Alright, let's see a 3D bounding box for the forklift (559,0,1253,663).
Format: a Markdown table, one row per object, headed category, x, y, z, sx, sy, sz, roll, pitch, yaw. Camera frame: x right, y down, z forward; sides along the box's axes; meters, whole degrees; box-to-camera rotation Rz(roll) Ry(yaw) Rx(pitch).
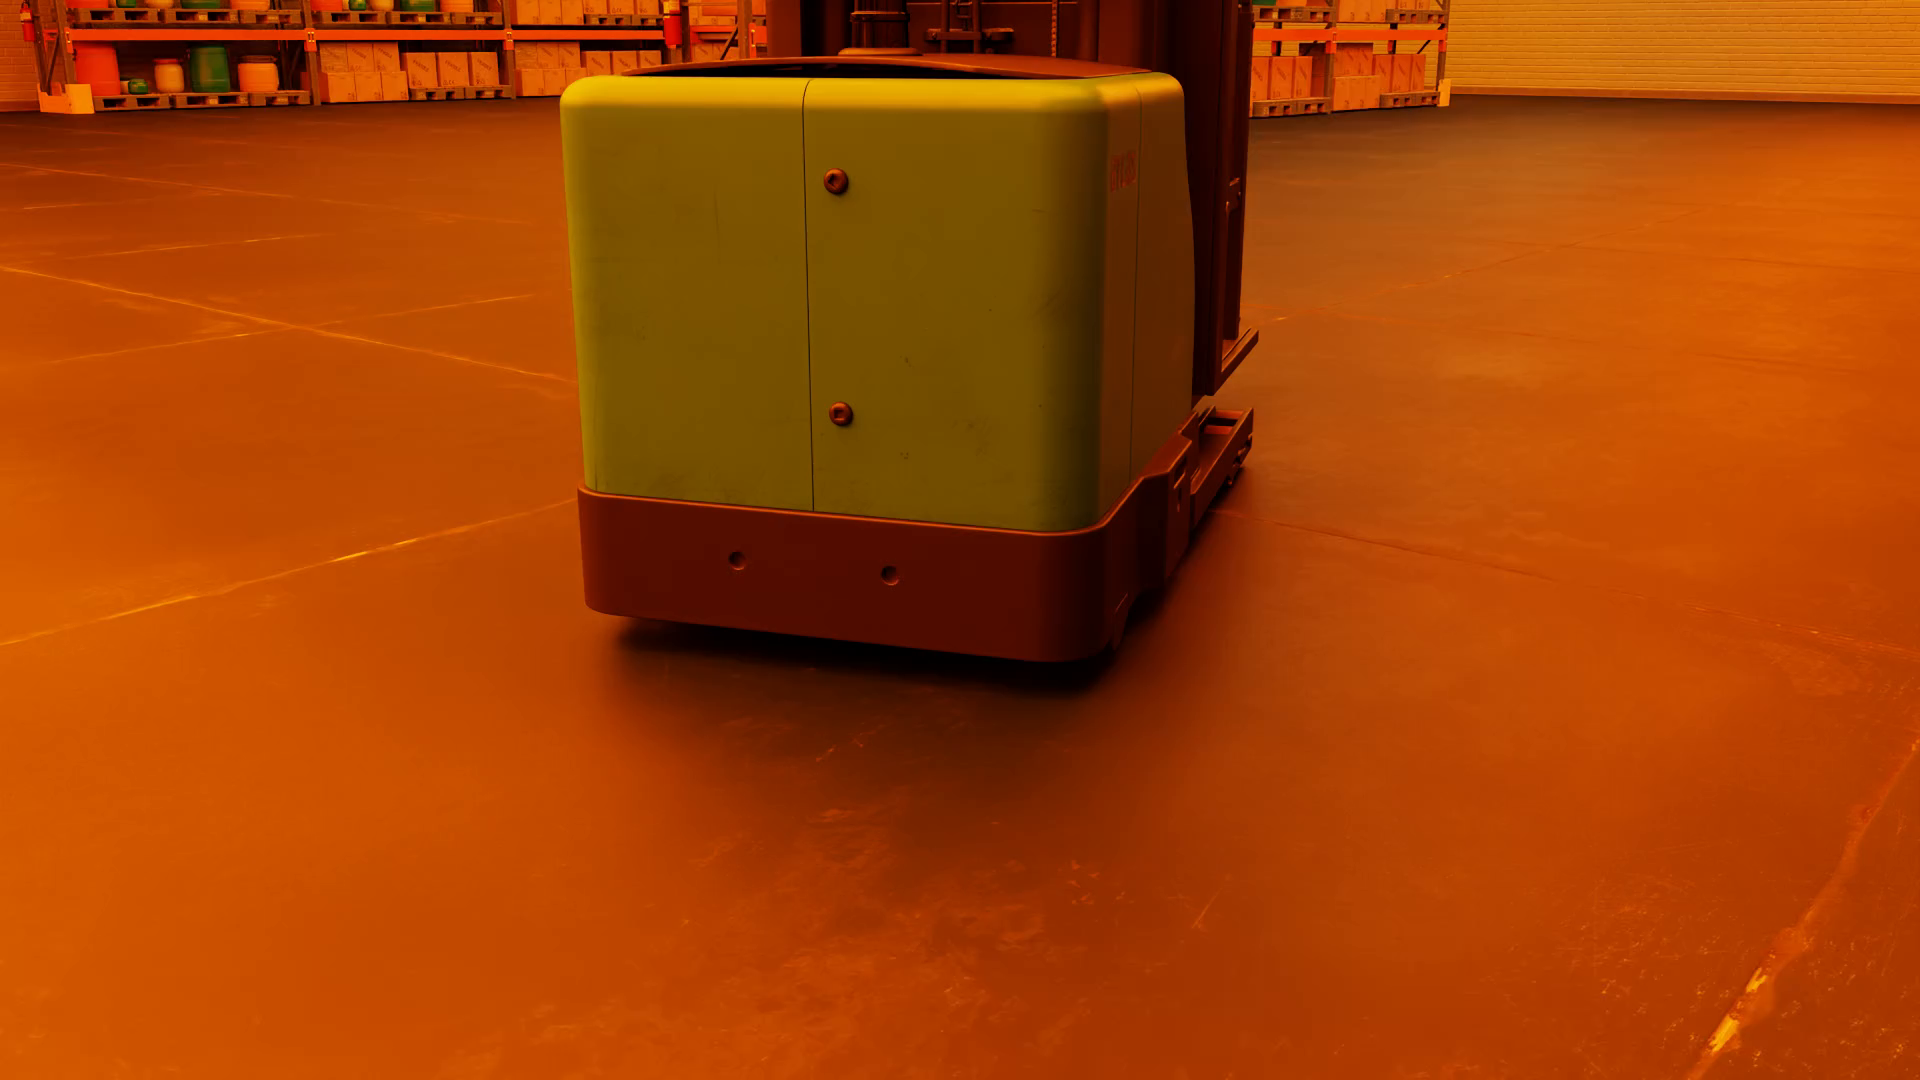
| category | x | y | z | sx | sy | sz | roll | pitch | yaw |
| --- | --- | --- | --- | --- | --- | --- | --- | --- | --- |
| forklift | 0.182 | -1.571 | 4.072 | 1.130 | 2.935 | 3.031 | 5 | 18 | 17 |
